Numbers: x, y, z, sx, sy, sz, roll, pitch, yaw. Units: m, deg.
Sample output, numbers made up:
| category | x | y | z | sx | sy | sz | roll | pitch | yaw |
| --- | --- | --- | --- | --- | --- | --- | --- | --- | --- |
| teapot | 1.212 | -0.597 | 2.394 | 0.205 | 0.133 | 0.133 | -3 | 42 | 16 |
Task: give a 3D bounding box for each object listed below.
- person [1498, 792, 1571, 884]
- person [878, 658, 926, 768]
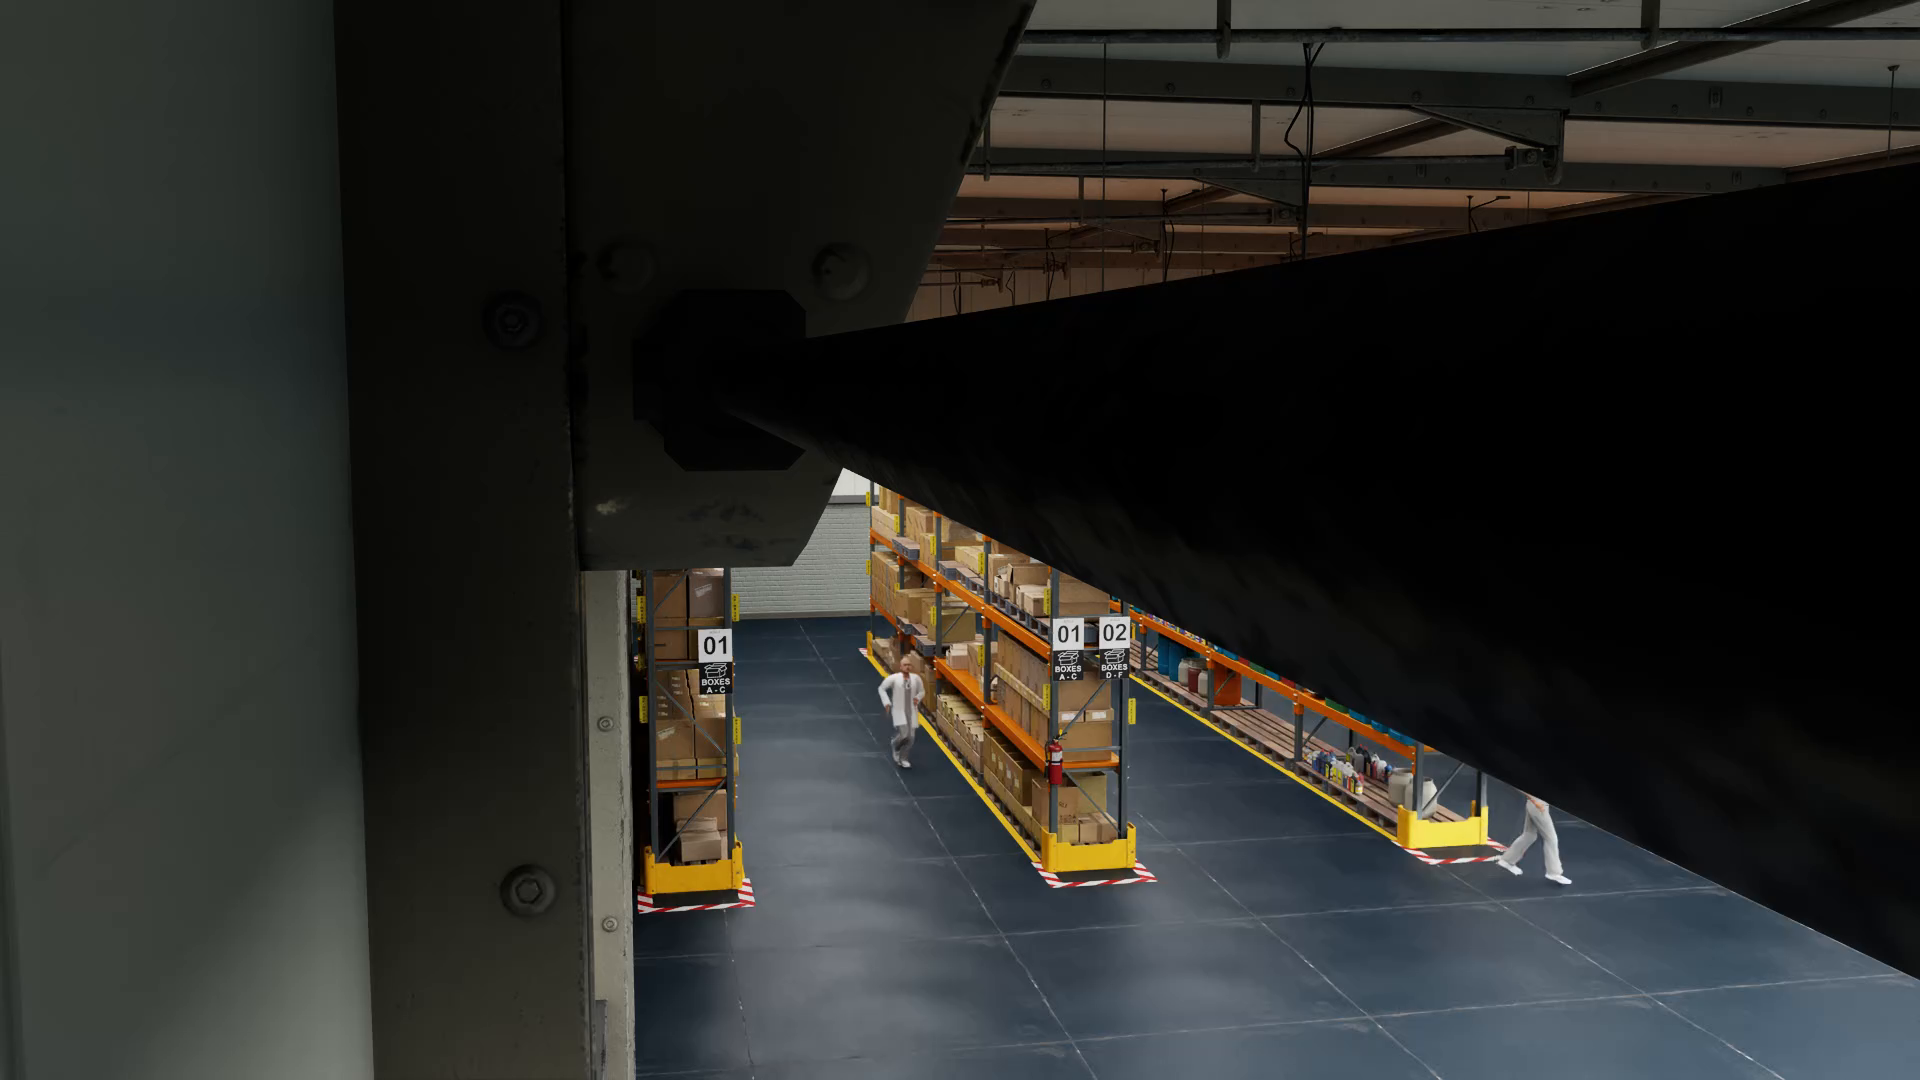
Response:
| category | x | y | z | sx | sy | sz | roll | pitch | yaw |
| --- | --- | --- | --- | --- | --- | --- | --- | --- | --- |
| person | 7.071 | 3.350 | 20.395 | 0.863 | 1.688 | 0.558 | 2 | 6 | 16 |
| person | -0.861 | 2.729 | 26.178 | 0.714 | 1.736 | 0.616 | -3 | 7 | -24 |
